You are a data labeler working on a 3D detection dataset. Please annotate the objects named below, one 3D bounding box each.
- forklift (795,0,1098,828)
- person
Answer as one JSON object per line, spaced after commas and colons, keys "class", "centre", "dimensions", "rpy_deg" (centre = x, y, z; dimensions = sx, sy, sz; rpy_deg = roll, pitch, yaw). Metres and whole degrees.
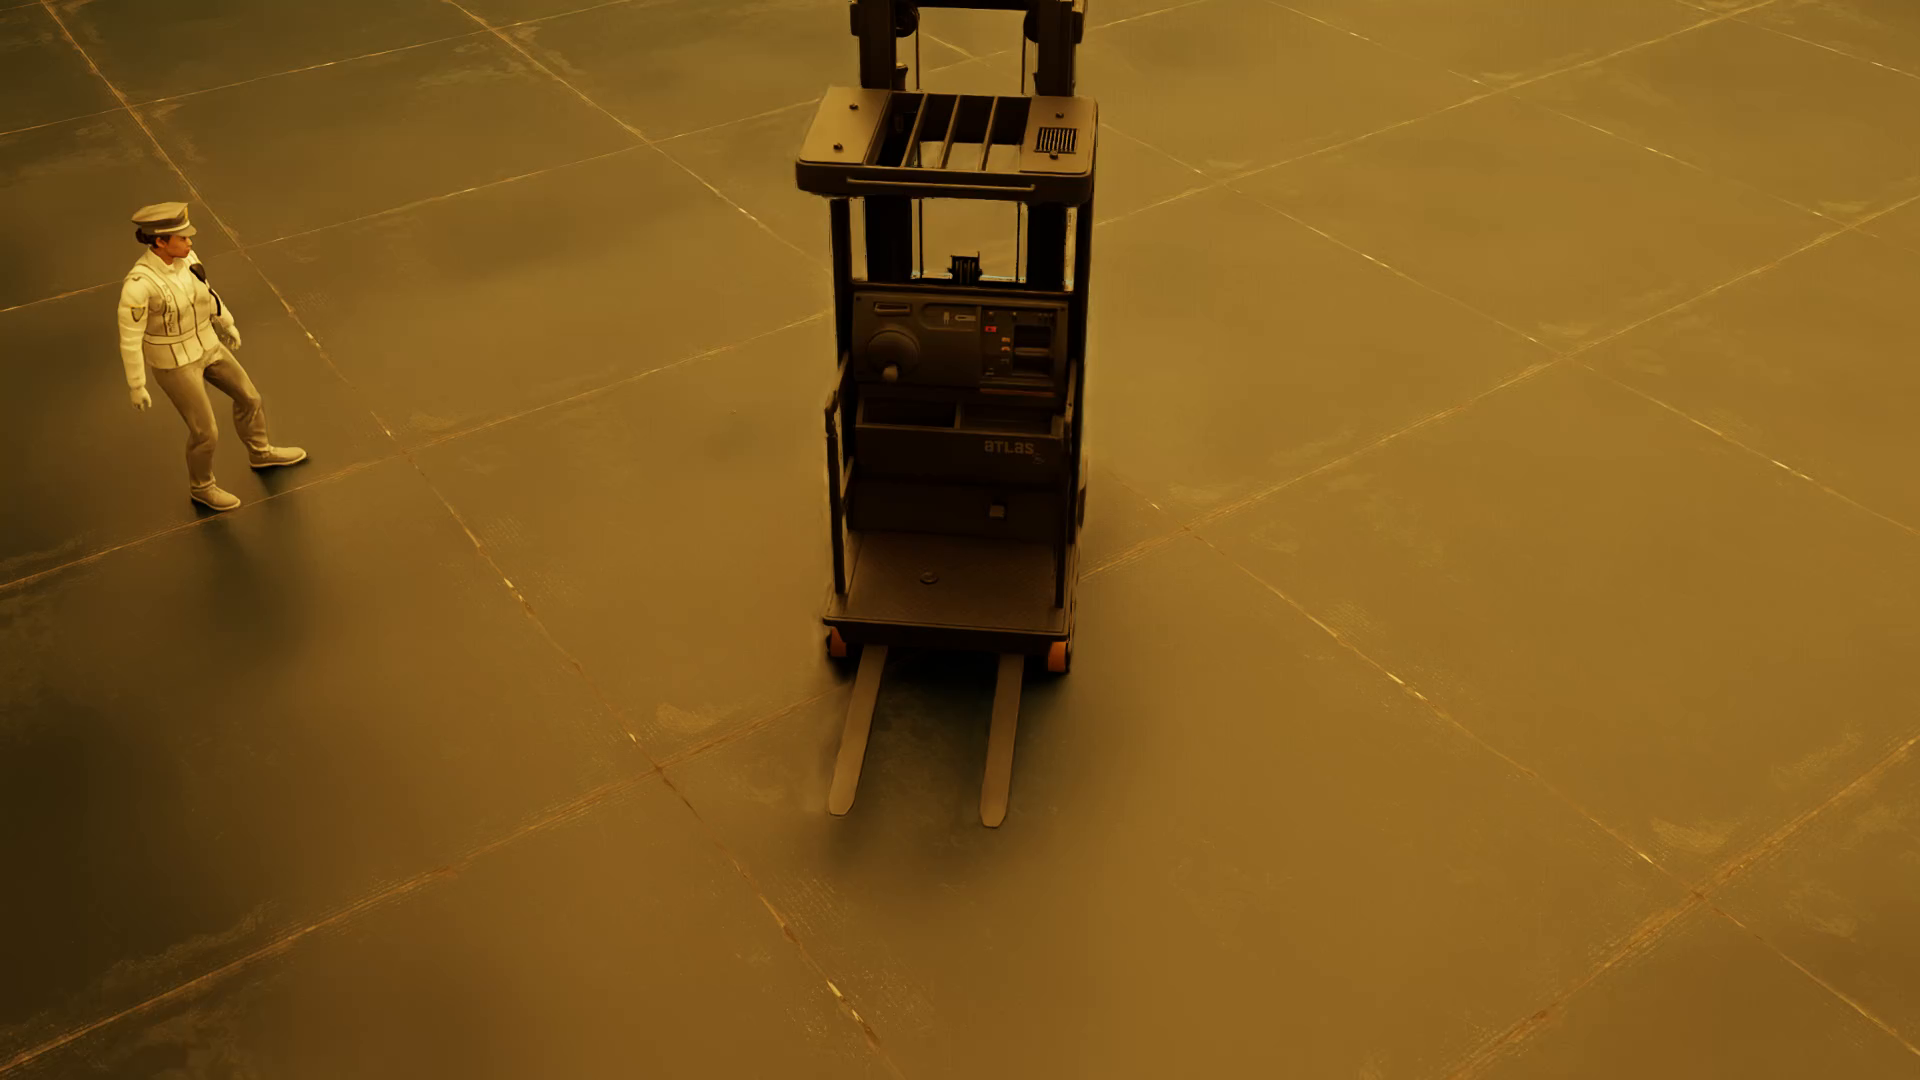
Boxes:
{"class": "forklift", "centre": [-0.022, -0.789, 7.012], "dimensions": [1.130, 2.935, 3.031], "rpy_deg": [4, 37, 5]}
{"class": "person", "centre": [-3.800, -0.919, 8.285], "dimensions": [0.376, 1.637, 0.780], "rpy_deg": [10, 38, 13]}
